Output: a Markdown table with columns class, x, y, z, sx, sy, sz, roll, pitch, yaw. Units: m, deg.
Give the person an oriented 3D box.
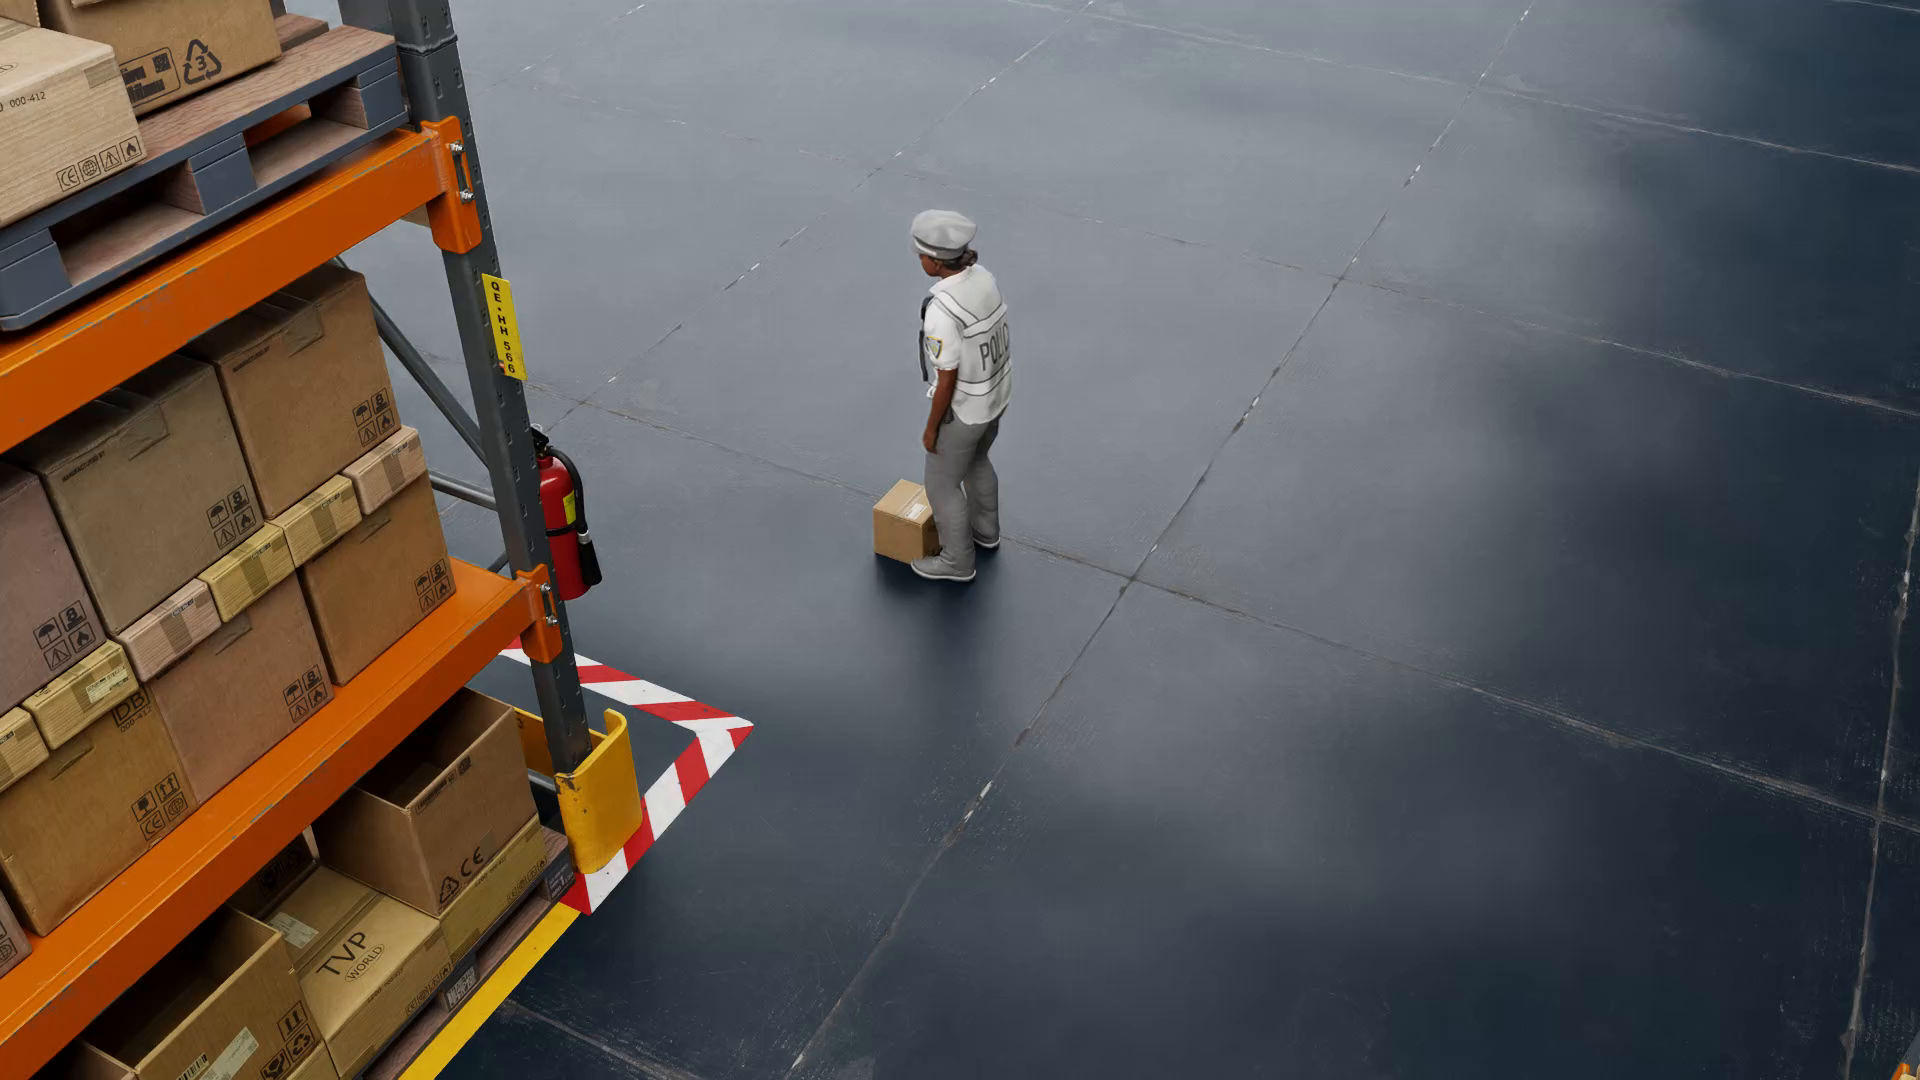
| class | x | y | z | sx | sy | sz | roll | pitch | yaw |
| --- | --- | --- | --- | --- | --- | --- | --- | --- | --- |
| person | 0.003 | -0.567 | 6.876 | 0.396 | 1.657 | 0.504 | 18 | 42 | 21 |
